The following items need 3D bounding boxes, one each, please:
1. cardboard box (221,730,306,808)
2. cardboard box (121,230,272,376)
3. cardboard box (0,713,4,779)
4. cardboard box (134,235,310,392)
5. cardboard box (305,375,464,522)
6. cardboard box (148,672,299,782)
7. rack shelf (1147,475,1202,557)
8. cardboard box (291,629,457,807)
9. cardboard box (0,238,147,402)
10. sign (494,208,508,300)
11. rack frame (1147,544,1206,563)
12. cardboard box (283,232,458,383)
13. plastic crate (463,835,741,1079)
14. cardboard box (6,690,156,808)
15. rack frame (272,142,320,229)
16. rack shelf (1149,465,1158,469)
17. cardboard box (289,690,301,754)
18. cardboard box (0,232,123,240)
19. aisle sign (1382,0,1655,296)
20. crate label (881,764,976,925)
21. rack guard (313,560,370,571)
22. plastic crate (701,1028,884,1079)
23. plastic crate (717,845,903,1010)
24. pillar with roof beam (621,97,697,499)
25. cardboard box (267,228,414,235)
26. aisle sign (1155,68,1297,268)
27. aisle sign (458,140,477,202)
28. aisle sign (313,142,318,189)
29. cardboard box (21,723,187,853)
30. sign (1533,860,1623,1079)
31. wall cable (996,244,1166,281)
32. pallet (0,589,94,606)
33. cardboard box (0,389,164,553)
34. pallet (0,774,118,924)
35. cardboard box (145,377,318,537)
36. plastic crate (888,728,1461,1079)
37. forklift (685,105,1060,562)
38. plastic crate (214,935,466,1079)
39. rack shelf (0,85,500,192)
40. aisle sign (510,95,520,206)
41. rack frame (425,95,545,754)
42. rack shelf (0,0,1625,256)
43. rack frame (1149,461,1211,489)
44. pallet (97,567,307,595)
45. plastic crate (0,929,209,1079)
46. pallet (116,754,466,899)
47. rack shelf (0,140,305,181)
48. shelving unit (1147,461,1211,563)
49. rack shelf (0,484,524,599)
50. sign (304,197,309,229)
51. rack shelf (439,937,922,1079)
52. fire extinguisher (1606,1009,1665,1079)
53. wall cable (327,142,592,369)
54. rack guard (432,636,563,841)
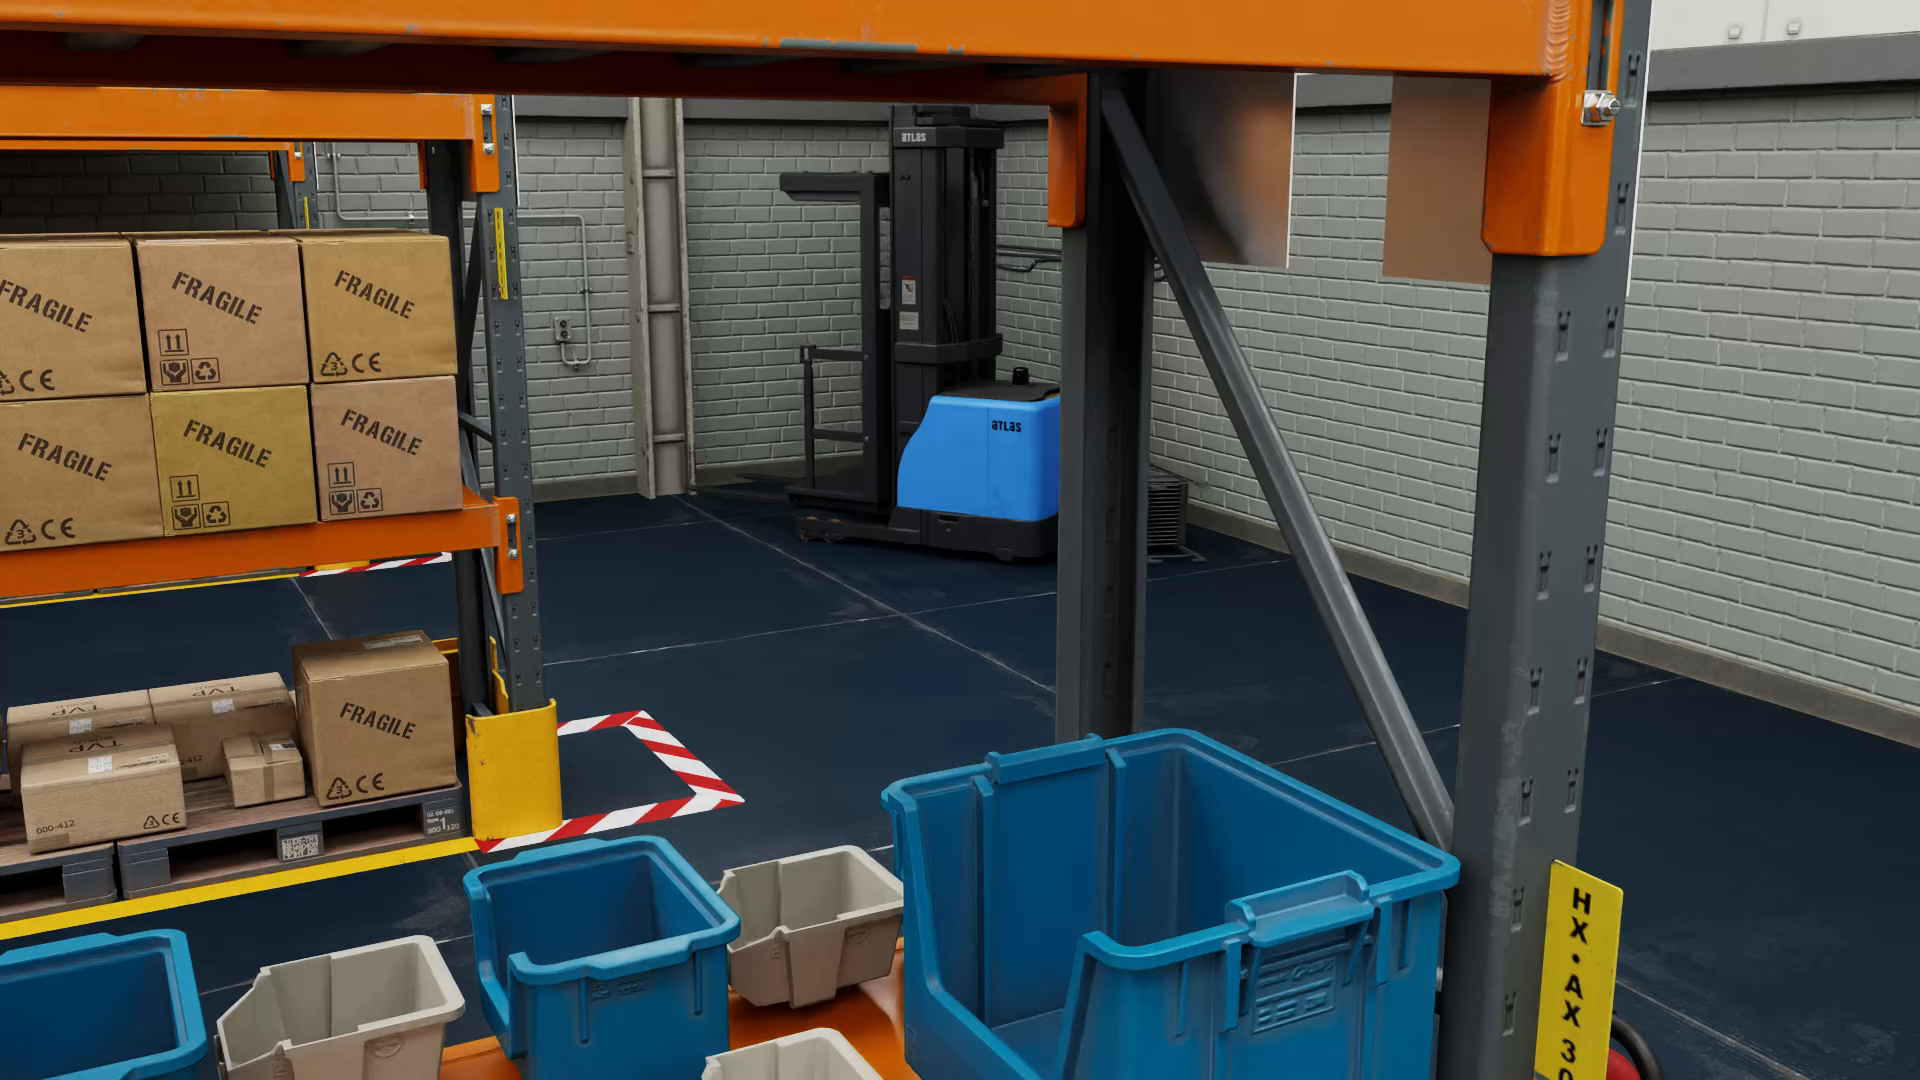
[{"bbox_3d":[-2.676,0.866,6.381,0.250,0.166,0.380,-7,14,-28],"label":"cardboard box"},{"bbox_3d":[-2.889,-0.916,6.342,0.500,0.500,0.500,-7,14,-27],"label":"cardboard box"},{"bbox_3d":[-3.783,0.794,5.934,0.637,0.503,0.797,-7,14,-28],"label":"cardboard box"},{"bbox_3d":[-2.620,-0.815,5.895,0.500,0.500,0.500,-6,14,-26],"label":"cardboard box"},{"bbox_3d":[-2.181,-0.381,6.242,0.500,0.500,0.500,-6,14,-26],"label":"cardboard box"},{"bbox_3d":[-2.970,0.750,6.704,0.500,0.250,0.500,-7,14,-28],"label":"cardboard box"},{"bbox_3d":[1.333,-0.171,11.110,0.431,0.480,0.518,-2,12,-17],"label":"rack shelf"},{"bbox_3d":[-2.277,0.678,6.457,0.500,0.500,0.500,-7,14,-28],"label":"cardboard box"},{"bbox_3d":[-3.073,-0.760,5.648,0.500,0.500,0.500,-6,14,-26],"label":"cardboard box"},{"bbox_3d":[-1.670,-1.042,6.049,0.005,0.325,0.100,-7,14,-28],"label":"sign"},{"bbox_3d":[1.114,-0.075,11.826,0.400,0.015,2.100,-2,12,-17],"label":"rack frame"},{"bbox_3d":[-2.177,-0.869,6.131,0.500,0.500,0.500,-7,14,-28],"label":"cardboard box"},{"bbox_3d":[-0.500,0.607,2.323,0.300,0.233,0.416,-7,14,-28],"label":"plastic crate"},{"bbox_3d":[-3.409,0.803,6.471,0.500,0.250,0.500,-7,14,-28],"label":"cardboard box"},{"bbox_3d":[-4.295,-1.386,10.936,0.127,3.000,1.000,-7,14,-28],"label":"rack frame"},{"bbox_3d":[1.126,-0.311,11.764,0.431,0.480,0.518,-2,12,-17],"label":"rack shelf"},{"bbox_3d":[-2.670,0.740,6.940,0.250,0.166,0.380,-7,14,-28],"label":"cardboard box"},{"bbox_3d":[-3.331,-0.864,6.113,0.500,0.500,0.500,-7,14,-27],"label":"cardboard box"},{"bbox_3d":[0.655,-0.696,1.950,0.004,0.787,0.394,-7,14,-28],"label":"aisle sign"},{"bbox_3d":[0.077,0.538,2.631,0.303,0.233,0.416,-7,14,-28],"label":"crate label"},{"bbox_3d":[-4.274,-0.169,11.222,0.348,0.500,1.175,-7,14,-28],"label":"rack guard"},{"bbox_3d":[-0.177,0.743,1.938,0.243,0.136,0.396,-7,14,-28],"label":"plastic crate"},{"bbox_3d":[-0.244,0.603,2.562,0.298,0.136,0.250,-7,14,-28],"label":"plastic crate"},{"bbox_3d":[-0.277,-3.934,8.594,0.400,9.000,9.100,-7,14,-28],"label":"pillar with roof beam"},{"bbox_3d":[-2.434,-0.972,6.593,0.500,0.500,0.500,-6,14,-26],"label":"cardboard box"},{"bbox_3d":[0.373,-0.810,2.455,0.004,0.787,0.394,-7,14,-28],"label":"aisle sign"},{"bbox_3d":[-1.999,-1.764,6.694,0.004,0.787,0.394,-7,14,-28],"label":"aisle sign"},{"bbox_3d":[-4.088,-2.604,10.427,0.004,0.787,0.394,-7,14,-28],"label":"aisle sign"},{"bbox_3d":[-3.126,0.894,6.066,0.500,0.250,0.500,-7,14,-28],"label":"cardboard box"},{"bbox_3d":[0.730,0.548,1.971,0.005,0.325,0.100,-7,14,-28],"label":"sign"},{"bbox_3d":[0.841,-3.324,12.956,0.112,2.526,3.097,-7,14,-28],"label":"wall cable"},{"bbox_3d":[-6.029,0.201,10.235,1.213,0.211,1.003,-7,14,-28],"label":"pallet"},{"bbox_3d":[-3.075,-0.274,5.768,0.500,0.500,0.500,-7,14,-27],"label":"cardboard box"},{"bbox_3d":[-3.754,1.148,6.027,1.213,0.211,1.003,-7,14,-28],"label":"pallet"},{"bbox_3d":[-2.635,-0.326,5.997,0.500,0.500,0.500,-7,14,-27],"label":"cardboard box"},{"bbox_3d":[0.247,0.548,2.125,0.499,0.435,0.616,-7,14,-28],"label":"plastic crate"},{"bbox_3d":[-0.563,-1.500,11.599,3.031,2.935,1.130,7,15,29],"label":"forklift"},{"bbox_3d":[-0.839,0.674,2.245,0.298,0.136,0.250,-7,14,-28],"label":"plastic crate"},{"bbox_3d":[-3.674,-1.334,5.510,4.000,0.370,1.077,-7,14,-28],"label":"rack shelf"},{"bbox_3d":[-1.712,-1.648,6.180,0.004,0.787,0.394,-7,14,-28],"label":"aisle sign"},{"bbox_3d":[-1.918,-0.432,6.696,0.127,3.000,1.000,-7,14,-28],"label":"rack frame"},{"bbox_3d":[-1.304,-0.379,1.267,4.000,0.370,1.077,-7,14,-28],"label":"rack shelf"},{"bbox_3d":[1.130,-0.553,11.728,0.400,0.015,2.100,-2,12,-17],"label":"rack frame"},{"bbox_3d":[-4.959,0.074,10.801,1.213,0.211,1.003,-7,14,-28],"label":"pallet"},{"bbox_3d":[-1.078,0.677,2.015,0.300,0.233,0.416,-7,14,-28],"label":"plastic crate"},{"bbox_3d":[-2.684,1.021,6.593,1.213,0.211,1.003,-7,14,-28],"label":"pallet"},{"bbox_3d":[-6.051,-2.288,9.751,4.000,0.370,1.077,-7,14,-28],"label":"rack shelf"},{"bbox_3d":[1.122,-0.314,11.777,0.431,0.503,2.100,-2,12,-17],"label":"shelving unit"},{"bbox_3d":[-3.674,0.130,5.840,4.000,0.370,1.077,-7,14,-28],"label":"rack shelf"},{"bbox_3d":[-4.047,-1.960,10.312,0.005,0.325,0.100,-7,14,-28],"label":"sign"},{"bbox_3d":[-1.304,1.085,1.596,4.000,0.370,1.077,-7,14,-28],"label":"rack shelf"},{"bbox_3d":[0.802,0.815,2.183,0.183,0.674,0.296,-7,14,-28],"label":"fire extinguisher"},{"bbox_3d":[-3.624,-2.199,12.233,1.851,1.984,0.084,-7,14,-28],"label":"wall cable"},{"bbox_3d":[-1.985,0.796,6.935,0.348,0.500,1.175,-7,14,-28],"label":"rack guard"}]
